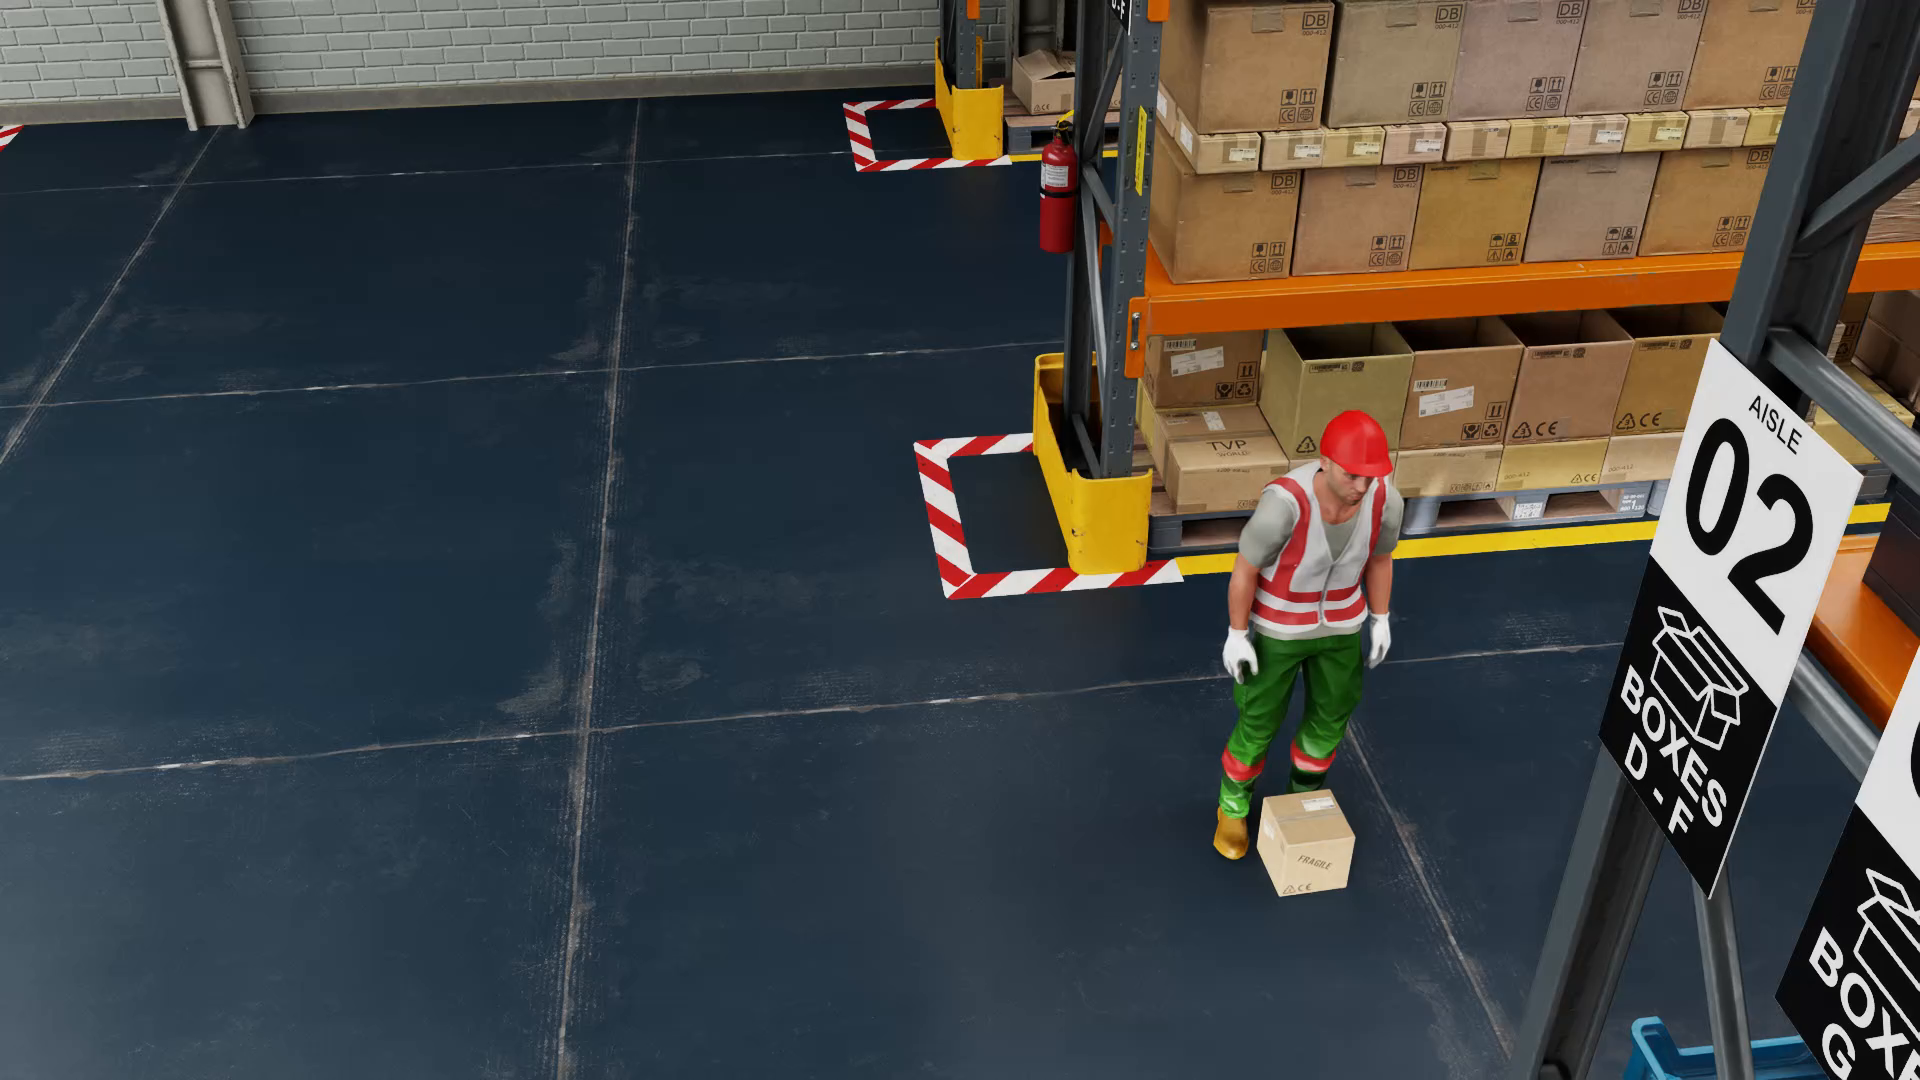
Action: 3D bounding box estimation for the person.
[{"bbox_3d":[1.191,0.319,5.667,0.610,1.777,0.452,-6,35,-9],"label":"person"}]
